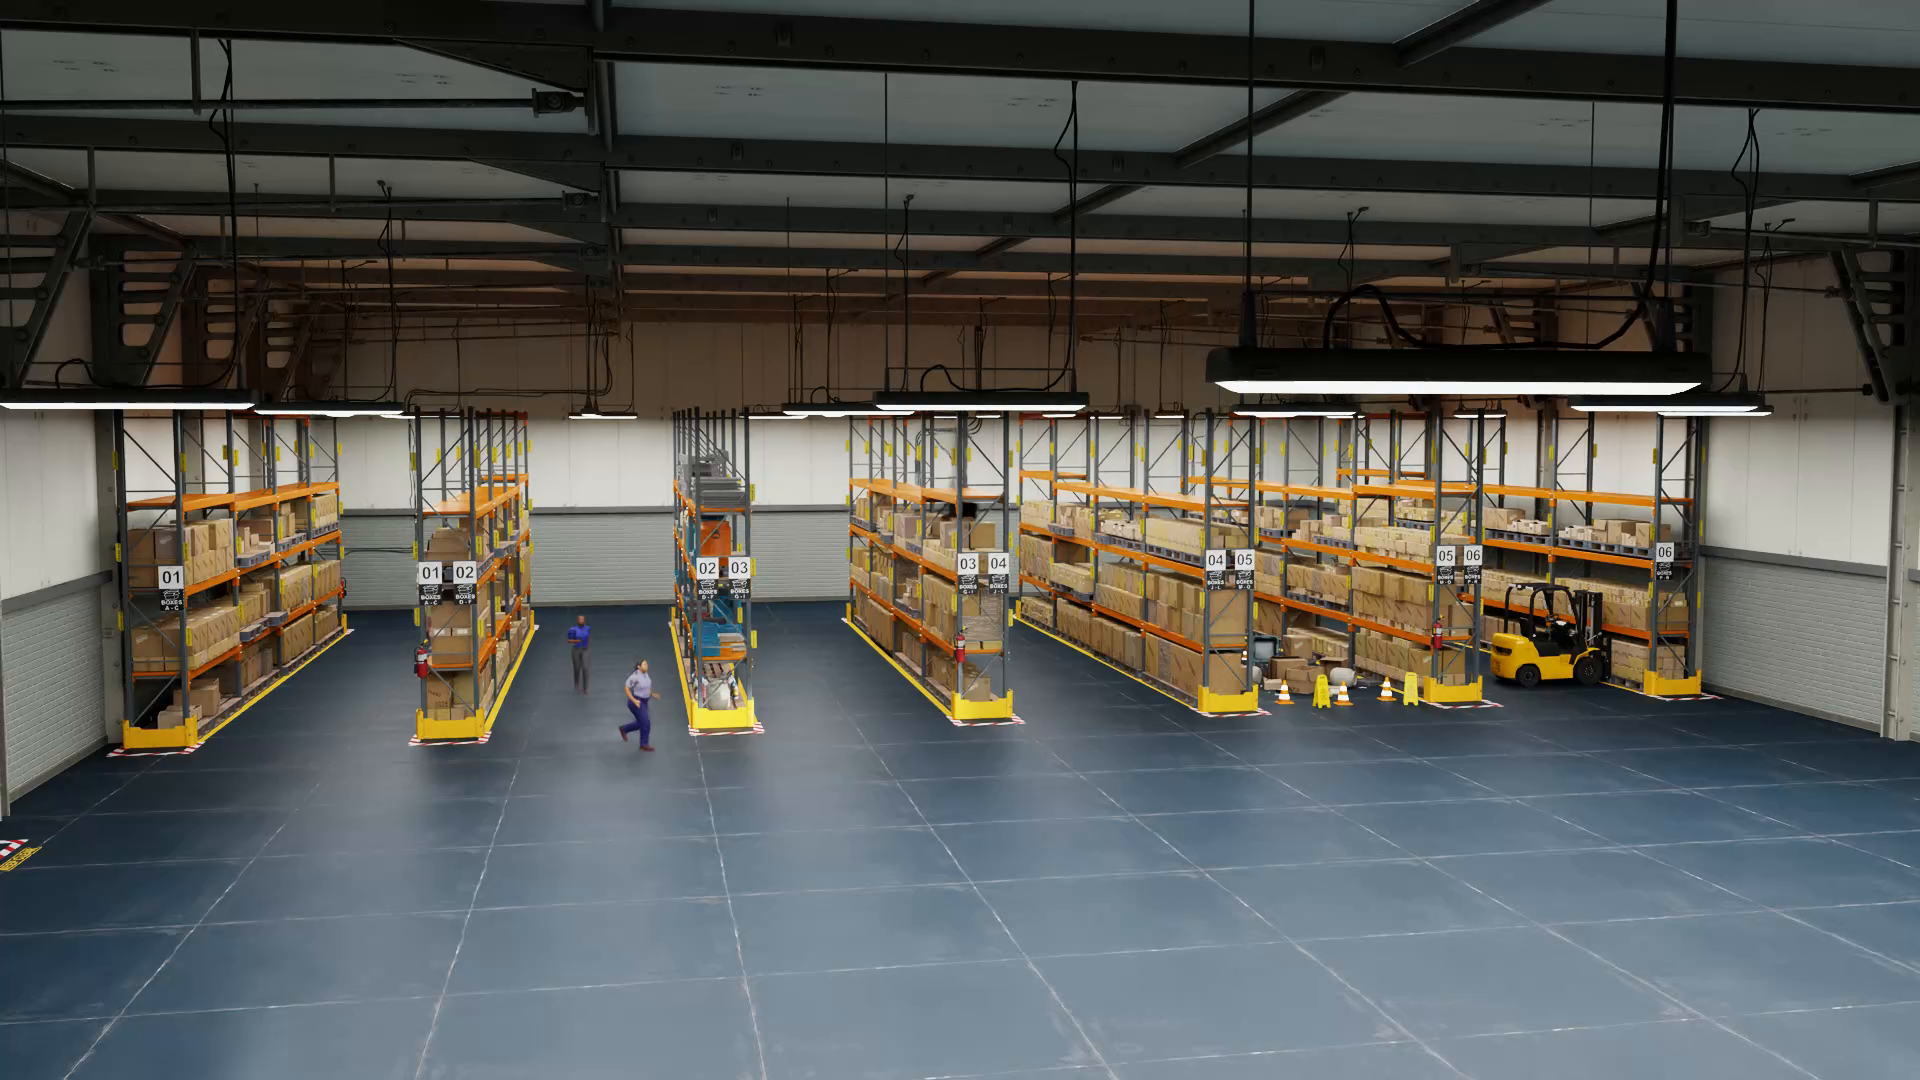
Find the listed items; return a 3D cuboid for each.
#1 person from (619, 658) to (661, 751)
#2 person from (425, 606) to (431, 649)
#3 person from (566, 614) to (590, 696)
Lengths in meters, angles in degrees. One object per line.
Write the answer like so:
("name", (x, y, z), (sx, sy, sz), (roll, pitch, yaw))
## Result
("person", (-5.668, 2.875, 29.027), (0.762, 1.610, 0.592), (1, 4, 16))
("person", (-13.282, 1.936, 41.777), (0.566, 1.637, 0.542), (-1, 4, -9))
("person", (-8.024, 2.413, 35.030), (0.556, 1.706, 0.816), (-2, 4, -25))
